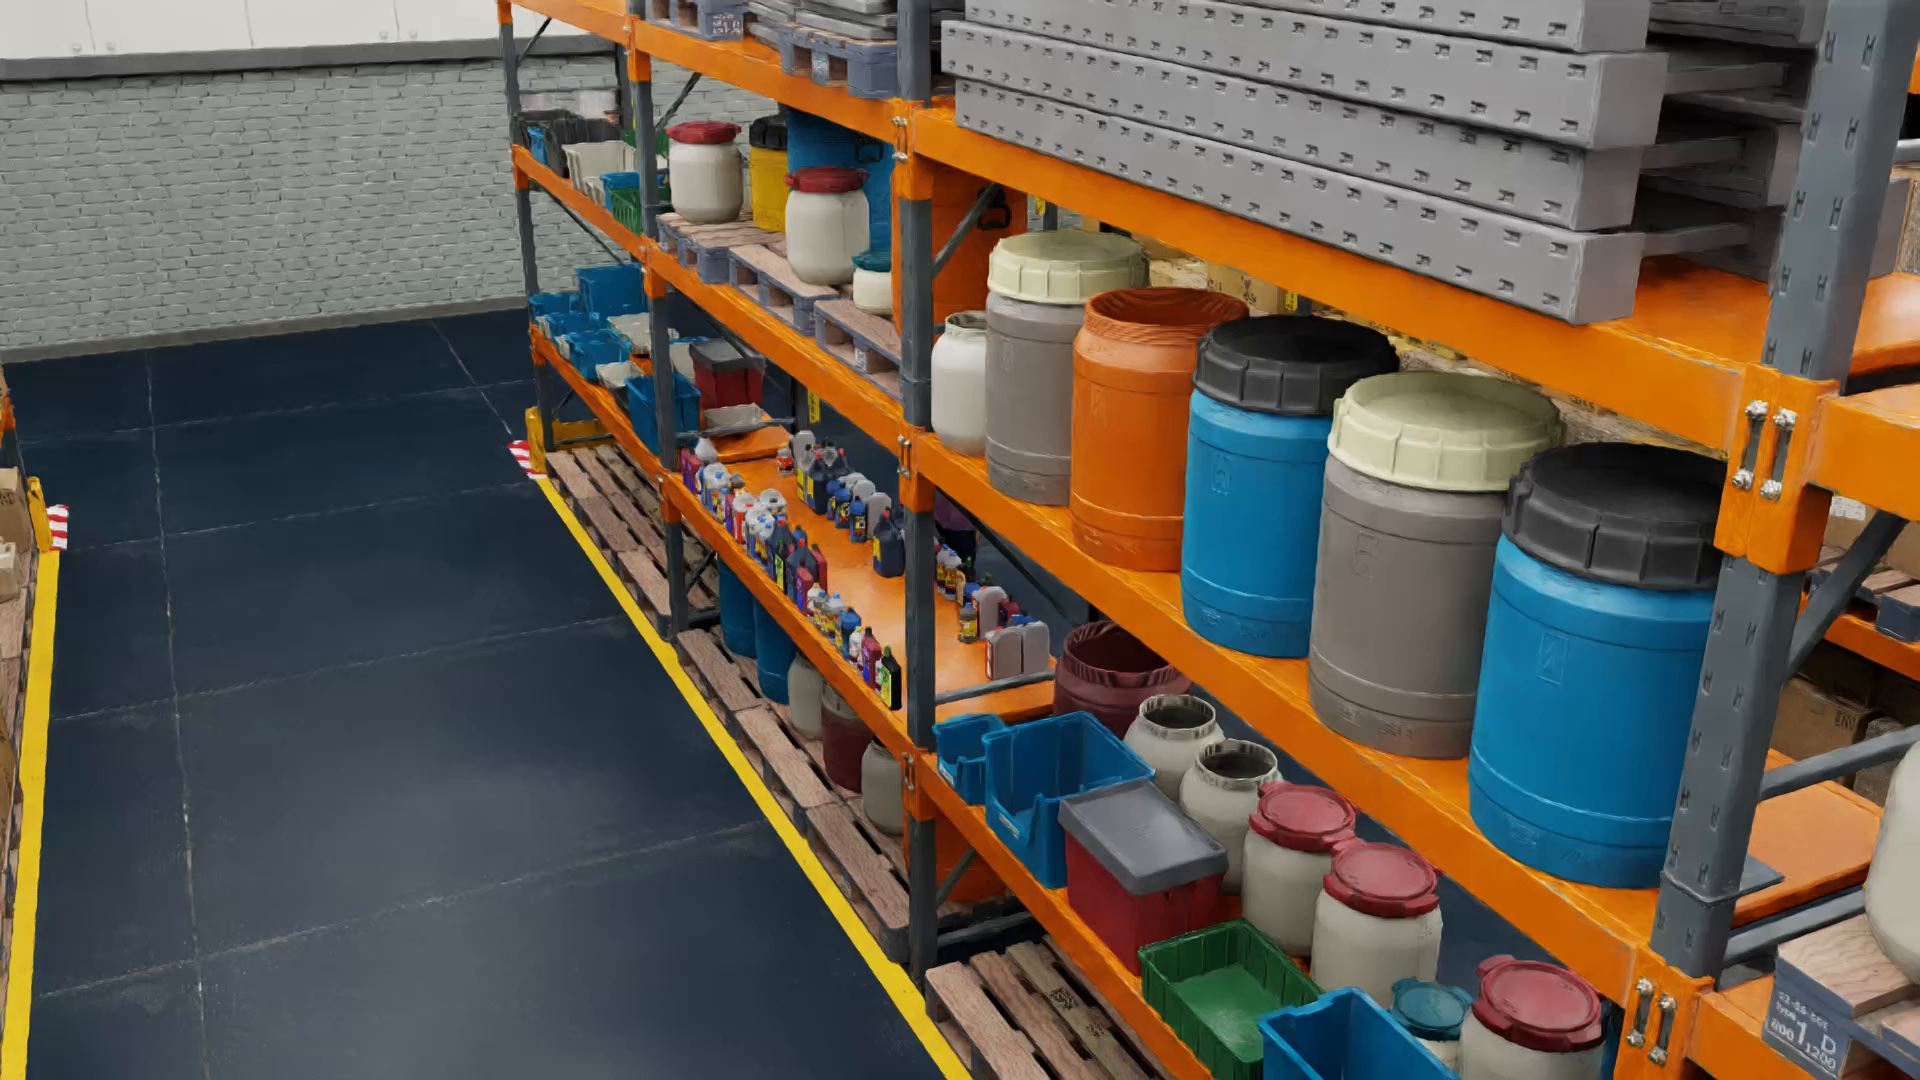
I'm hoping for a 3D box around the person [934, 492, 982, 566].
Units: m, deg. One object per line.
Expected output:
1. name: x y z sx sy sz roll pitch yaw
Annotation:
1. person: 0.001 -0.101 11.193 0.345 1.589 0.475 -14 26 -30
